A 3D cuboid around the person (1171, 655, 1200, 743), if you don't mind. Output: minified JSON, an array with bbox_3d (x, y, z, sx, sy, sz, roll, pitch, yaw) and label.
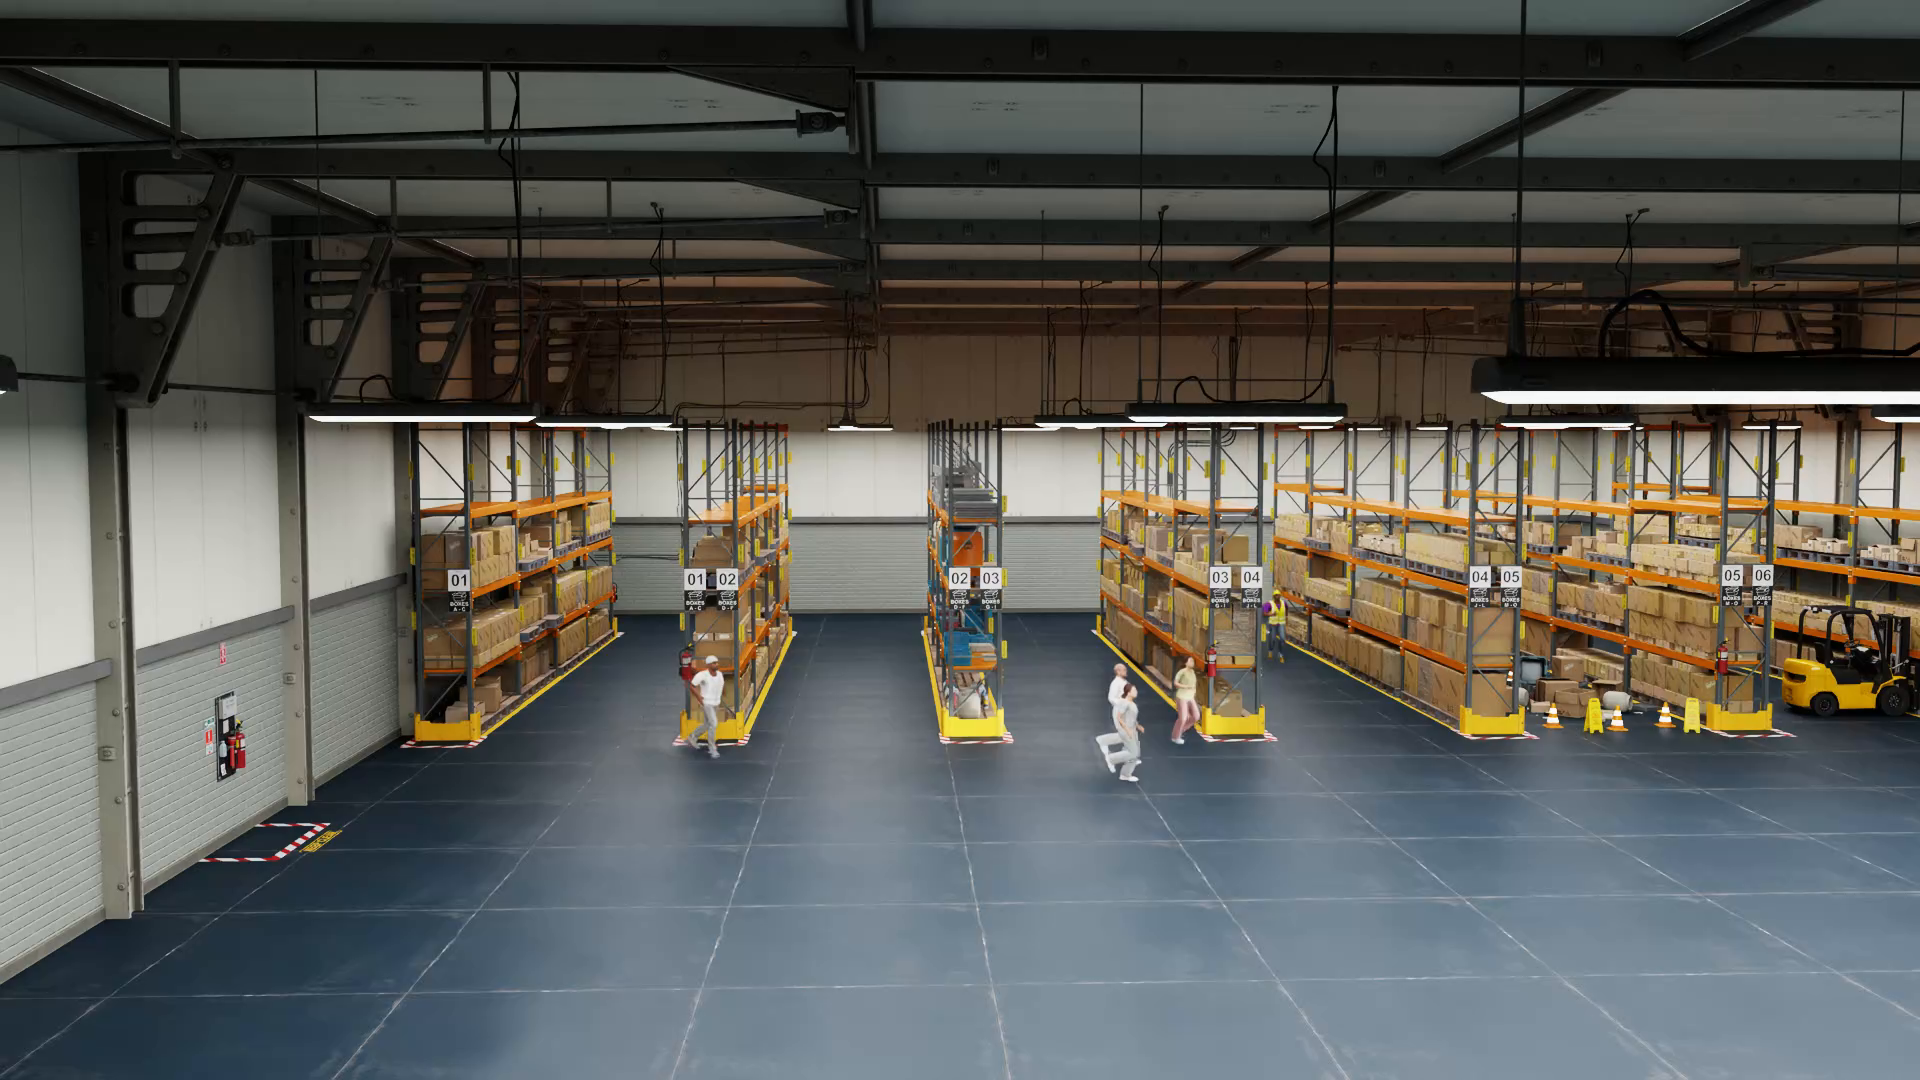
[{"bbox_3d":[4.226,3.058,30.751,0.595,1.384,0.550,-3,5,-37],"label":"person"}]

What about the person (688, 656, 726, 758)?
[{"bbox_3d":[-4.497,2.941,29.682,0.854,1.795,0.697,2,4,34],"label":"person"}]

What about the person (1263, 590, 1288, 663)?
[{"bbox_3d":[7.943,2.164,41.804,0.689,1.838,0.810,0,4,-3],"label":"person"}]

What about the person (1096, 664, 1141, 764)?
[{"bbox_3d":[2.774,3.049,28.849,0.789,1.656,0.708,1,4,22],"label":"person"}]

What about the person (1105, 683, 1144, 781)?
[{"bbox_3d":[2.716,3.165,27.424,0.599,1.618,0.552,1,4,22],"label":"person"}]
